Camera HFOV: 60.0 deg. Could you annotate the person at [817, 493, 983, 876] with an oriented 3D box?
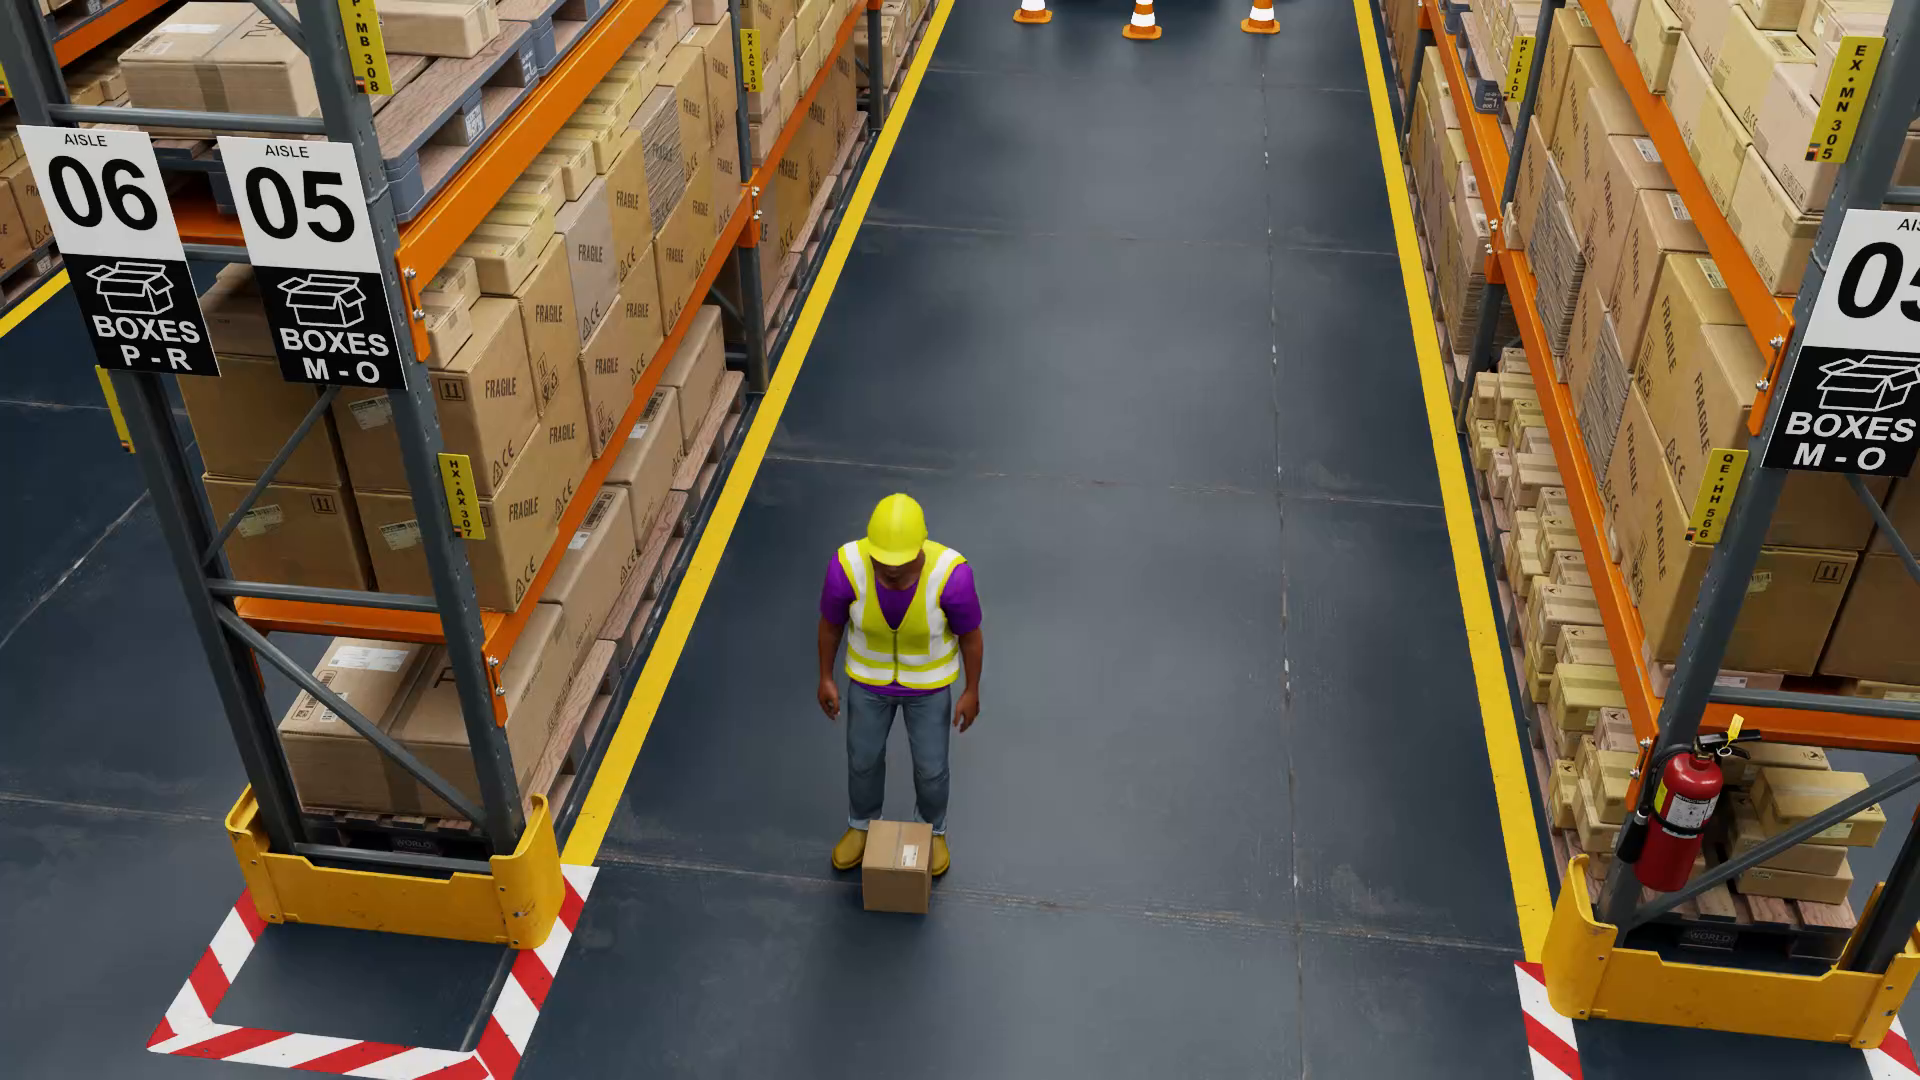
[{"bbox_3d":[-0.229,0.542,6.276,0.626,1.761,0.458,4,36,6],"label":"person"}]
